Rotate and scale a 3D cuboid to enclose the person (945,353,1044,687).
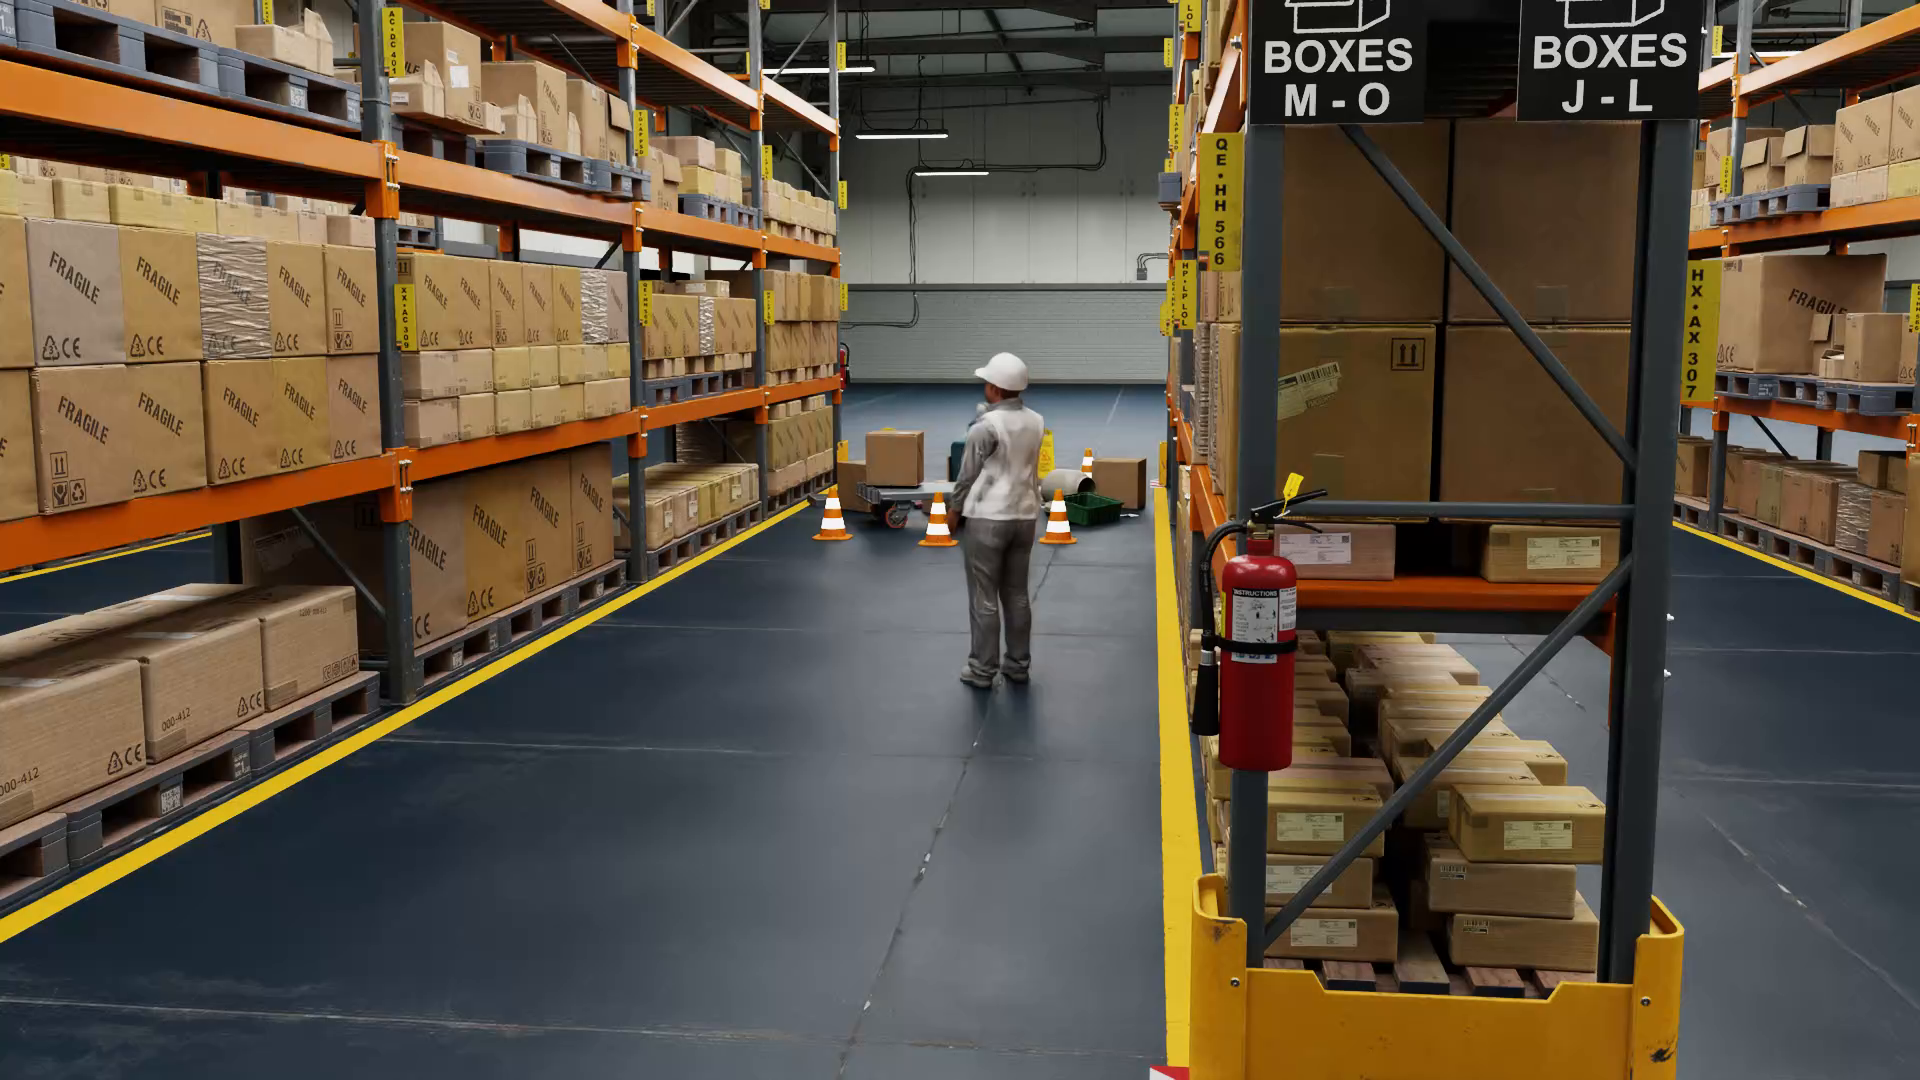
[{"bbox_3d":[0.196,-0.109,8.932,0.578,1.777,0.474,-7,10,-44],"label":"person"}]
